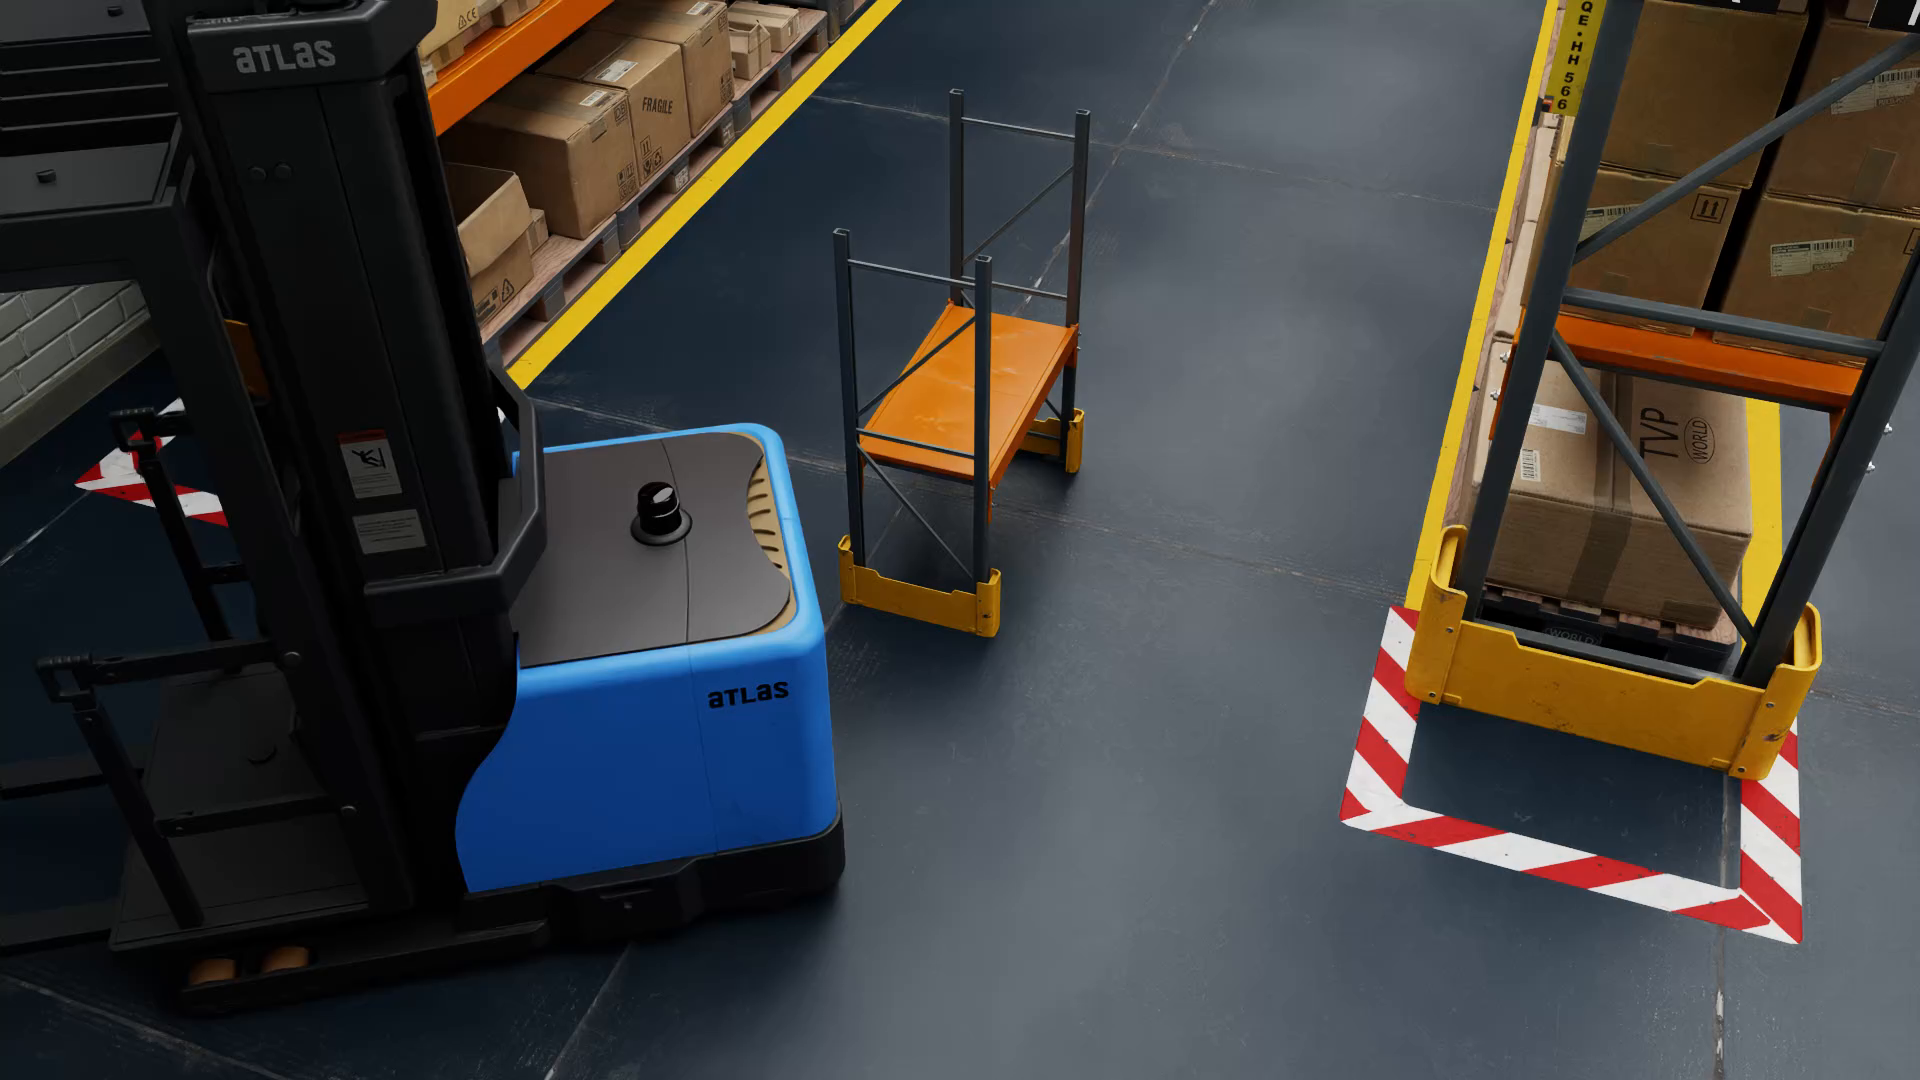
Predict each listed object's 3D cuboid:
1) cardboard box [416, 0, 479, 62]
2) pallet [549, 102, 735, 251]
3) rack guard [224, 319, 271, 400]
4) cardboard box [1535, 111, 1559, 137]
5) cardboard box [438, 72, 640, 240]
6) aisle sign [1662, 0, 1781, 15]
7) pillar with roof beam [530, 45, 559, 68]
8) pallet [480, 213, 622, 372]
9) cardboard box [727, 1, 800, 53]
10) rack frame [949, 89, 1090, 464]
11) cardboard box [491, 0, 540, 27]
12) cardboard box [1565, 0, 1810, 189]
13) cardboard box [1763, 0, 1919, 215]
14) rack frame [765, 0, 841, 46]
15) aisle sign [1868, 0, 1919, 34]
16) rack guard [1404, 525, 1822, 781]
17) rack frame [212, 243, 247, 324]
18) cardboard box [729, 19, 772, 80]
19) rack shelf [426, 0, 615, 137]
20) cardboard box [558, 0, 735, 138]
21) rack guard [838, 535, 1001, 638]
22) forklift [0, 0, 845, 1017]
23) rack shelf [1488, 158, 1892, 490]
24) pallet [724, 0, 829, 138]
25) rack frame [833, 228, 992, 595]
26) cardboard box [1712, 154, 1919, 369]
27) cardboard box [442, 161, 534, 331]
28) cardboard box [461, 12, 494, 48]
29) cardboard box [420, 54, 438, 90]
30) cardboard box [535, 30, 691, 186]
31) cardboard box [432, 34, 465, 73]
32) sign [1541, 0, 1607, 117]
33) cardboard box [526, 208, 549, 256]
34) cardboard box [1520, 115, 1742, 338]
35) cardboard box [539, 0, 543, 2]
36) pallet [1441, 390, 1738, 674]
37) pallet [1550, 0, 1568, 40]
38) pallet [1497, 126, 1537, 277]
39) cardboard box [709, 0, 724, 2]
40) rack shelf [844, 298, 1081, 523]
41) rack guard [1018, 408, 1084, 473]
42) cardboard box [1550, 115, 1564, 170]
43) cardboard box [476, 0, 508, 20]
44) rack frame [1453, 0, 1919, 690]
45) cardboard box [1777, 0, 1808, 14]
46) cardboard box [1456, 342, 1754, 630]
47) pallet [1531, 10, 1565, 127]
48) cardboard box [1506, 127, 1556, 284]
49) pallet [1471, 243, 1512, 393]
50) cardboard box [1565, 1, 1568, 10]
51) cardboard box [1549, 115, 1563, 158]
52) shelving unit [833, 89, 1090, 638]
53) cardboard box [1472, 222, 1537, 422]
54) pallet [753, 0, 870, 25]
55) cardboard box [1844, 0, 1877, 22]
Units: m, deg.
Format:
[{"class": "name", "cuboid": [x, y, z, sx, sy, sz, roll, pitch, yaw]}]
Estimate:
[{"class": "cardboard box", "cuboid": [-2.146, -1.976, 6.141, 0.500, 0.250, 0.500, 14, 42, 15]}, {"class": "pallet", "cuboid": [-1.838, -1.916, 8.334, 1.003, 0.211, 1.213, 13, 42, 15]}, {"class": "rack guard", "cuboid": [-2.529, -0.798, 6.800, 1.175, 0.500, 0.348, 13, 42, 15]}, {"class": "cardboard box", "cuboid": [3.163, -1.869, 7.780, 0.875, 0.438, 0.875, 13, 42, 14]}, {"class": "cardboard box", "cuboid": [-1.928, -1.776, 7.623, 0.700, 0.500, 0.500, 15, 43, 17]}, {"class": "aisle sign", "cuboid": [1.795, -1.617, 3.832, 0.394, 0.787, 0.004, 13, 42, 15]}, {"class": "pillar with roof beam", "cuboid": [1.773, -5.245, 5.464, 9.100, 9.000, 0.400, 13, 42, 15]}, {"class": "pallet", "cuboid": [-2.257, -1.175, 7.464, 1.003, 0.211, 1.213, 13, 42, 15]}, {"class": "cardboard box", "cuboid": [-1.101, -2.813, 9.109, 0.380, 0.149, 0.250, 12, 42, 14]}, {"class": "rack frame", "cuboid": [0.203, -0.933, 6.188, 0.500, 1.500, 0.032, 13, 42, 15]}, {"class": "cardboard box", "cuboid": [-1.940, -2.221, 6.736, 0.380, 0.149, 0.250, 15, 43, 16]}, {"class": "cardboard box", "cuboid": [2.052, -1.369, 4.696, 0.500, 0.500, 0.500, 15, 43, 16]}, {"class": "cardboard box", "cuboid": [2.543, -1.251, 4.558, 0.500, 0.500, 0.500, 12, 42, 14]}, {"class": "rack frame", "cuboid": [-1.187, -4.143, 8.794, 1.000, 3.000, 0.127, 13, 42, 15]}, {"class": "aisle sign", "cuboid": [2.359, -1.484, 3.676, 0.394, 0.787, 0.004, 13, 42, 15]}, {"class": "rack guard", "cuboid": [2.103, 0.362, 5.440, 1.175, 0.500, 0.348, 13, 42, 15]}, {"class": "rack frame", "cuboid": [-2.555, -1.703, 5.935, 1.000, 3.000, 0.127, 13, 42, 15]}, {"class": "cardboard box", "cuboid": [-1.223, -2.639, 8.816, 0.396, 0.266, 0.258, 15, 43, 17]}, {"class": "rack shelf", "cuboid": [-1.871, -2.649, 7.598, 1.077, 0.370, 4.000, 13, 42, 15]}, {"class": "cardboard box", "cuboid": [-1.573, -2.410, 8.366, 0.700, 0.500, 0.500, 12, 42, 13]}, {"class": "rack guard", "cuboid": [-0.144, 0.162, 5.867, 0.587, 0.250, 0.087, 13, 42, 15]}, {"class": "forklift", "cuboid": [-1.916, -0.158, 4.177, 3.031, 2.935, 1.130, -8, 41, -9]}, {"class": "rack shelf", "cuboid": [2.795, -1.550, 6.309, 1.077, 0.370, 4.000, 13, 42, 15]}, {"class": "pallet", "cuboid": [-1.423, -2.663, 9.209, 1.003, 0.211, 1.213, 13, 42, 15]}, {"class": "rack frame", "cuboid": [-0.145, -0.313, 5.461, 0.500, 1.500, 0.032, 13, 42, 15]}, {"class": "cardboard box", "cuboid": [2.545, -0.871, 4.882, 0.500, 0.500, 0.500, 13, 42, 15]}, {"class": "cardboard box", "cuboid": [-2.257, -1.265, 7.021, 0.797, 0.503, 0.637, 12, 42, 13]}, {"class": "cardboard box", "cuboid": [-2.084, -2.080, 6.571, 0.380, 0.149, 0.250, 13, 42, 15]}, {"class": "cardboard box", "cuboid": [-2.184, -1.747, 6.180, 0.380, 0.149, 0.250, 13, 42, 15]}, {"class": "cardboard box", "cuboid": [-1.653, -2.077, 7.975, 0.500, 0.500, 0.500, 14, 42, 16]}, {"class": "cardboard box", "cuboid": [-2.141, -1.912, 6.374, 0.380, 0.149, 0.250, 14, 43, 16]}, {"class": "sign", "cuboid": [1.606, -1.263, 4.345, 0.100, 0.325, 0.005, 13, 42, 15]}, {"class": "cardboard box", "cuboid": [-2.075, -1.381, 7.430, 0.380, 0.149, 0.250, 12, 42, 13]}, {"class": "cardboard box", "cuboid": [2.027, -0.994, 5.027, 0.500, 0.500, 0.500, 14, 42, 15]}, {"class": "cardboard box", "cuboid": [-1.854, -2.384, 6.927, 0.380, 0.149, 0.250, 14, 42, 16]}, {"class": "pallet", "cuboid": [2.311, -0.048, 6.143, 1.003, 0.211, 1.213, 13, 42, 15]}, {"class": "pallet", "cuboid": [4.087, -3.216, 9.857, 1.003, 0.211, 1.213, 13, 42, 15]}, {"class": "pallet", "cuboid": [3.145, -1.536, 7.888, 1.003, 0.211, 1.213, 13, 42, 15]}, {"class": "cardboard box", "cuboid": [-1.635, -2.929, 9.120, 0.500, 0.311, 0.500, 15, 43, 17]}, {"class": "rack shelf", "cuboid": [0.029, -0.486, 5.941, 0.538, 0.185, 1.000, 13, 42, 15]}, {"class": "rack guard", "cuboid": [0.196, -0.445, 6.579, 0.587, 0.250, 0.087, 13, 42, 15]}, {"class": "cardboard box", "cuboid": [2.213, -1.297, 5.382, 0.500, 0.500, 0.500, 12, 42, 14]}, {"class": "cardboard box", "cuboid": [-1.974, -2.283, 6.502, 0.500, 0.250, 0.500, 14, 42, 16]}, {"class": "rack frame", "cuboid": [2.111, -0.603, 4.646, 1.000, 3.000, 0.127, 13, 42, 15]}, {"class": "cardboard box", "cuboid": [2.046, -1.532, 4.387, 0.380, 0.149, 0.250, 14, 42, 16]}, {"class": "cardboard box", "cuboid": [2.243, -0.213, 5.839, 0.875, 0.438, 0.875, 12, 42, 14]}, {"class": "pallet", "cuboid": [3.672, -2.470, 8.982, 1.003, 0.211, 1.213, 13, 42, 15]}, {"class": "cardboard box", "cuboid": [2.858, -1.323, 7.140, 0.875, 0.438, 0.875, 12, 42, 14]}, {"class": "pallet", "cuboid": [2.730, -0.789, 7.012, 1.003, 0.211, 1.213, 13, 42, 15]}, {"class": "cardboard box", "cuboid": [3.917, -3.343, 9.171, 0.875, 0.875, 0.875, 14, 43, 16]}, {"class": "cardboard box", "cuboid": [2.380, -1.613, 5.753, 0.500, 0.500, 0.500, 14, 43, 16]}, {"class": "shelving unit", "cuboid": [0.026, -0.617, 5.818, 0.587, 1.500, 1.083, 13, 42, 15]}, {"class": "cardboard box", "cuboid": [2.548, -0.773, 6.496, 0.875, 0.438, 0.875, 14, 43, 16]}, {"class": "pallet", "cuboid": [-0.944, -3.586, 10.291, 1.003, 0.211, 1.213, 13, 42, 15]}, {"class": "cardboard box", "cuboid": [2.493, -1.424, 4.260, 0.380, 0.149, 0.250, 14, 42, 16]}]
